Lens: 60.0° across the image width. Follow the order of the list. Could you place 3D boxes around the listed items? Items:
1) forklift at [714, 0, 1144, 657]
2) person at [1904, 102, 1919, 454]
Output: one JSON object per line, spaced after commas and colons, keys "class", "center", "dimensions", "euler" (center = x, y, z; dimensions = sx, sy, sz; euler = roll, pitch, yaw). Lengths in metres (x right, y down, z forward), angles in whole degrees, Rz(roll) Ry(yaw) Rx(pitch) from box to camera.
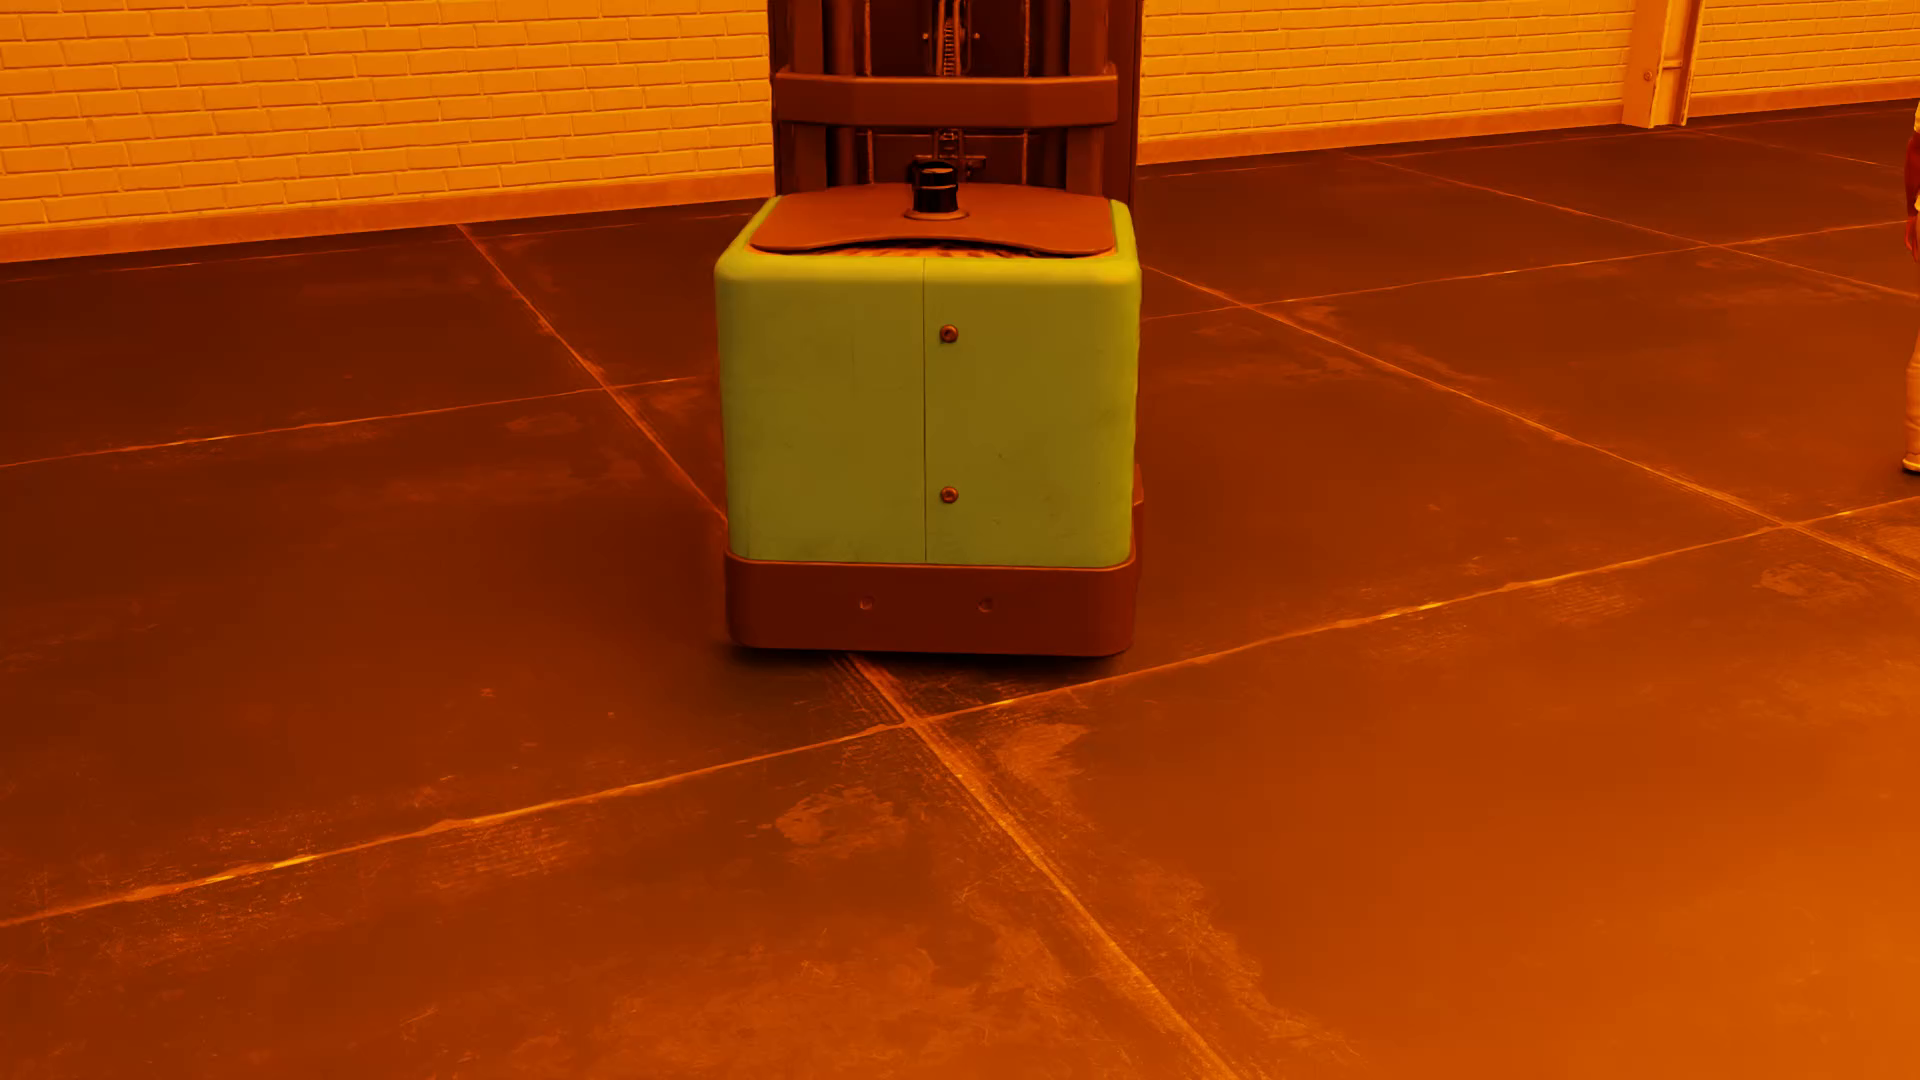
{"class": "forklift", "center": [0.000, -1.580, 5.090], "dimensions": [1.130, 2.935, 3.031], "euler": [1, 23, 3]}
{"class": "person", "center": [3.280, -1.045, 5.308], "dimensions": [0.394, 1.629, 0.512], "euler": [-13, 26, -29]}
